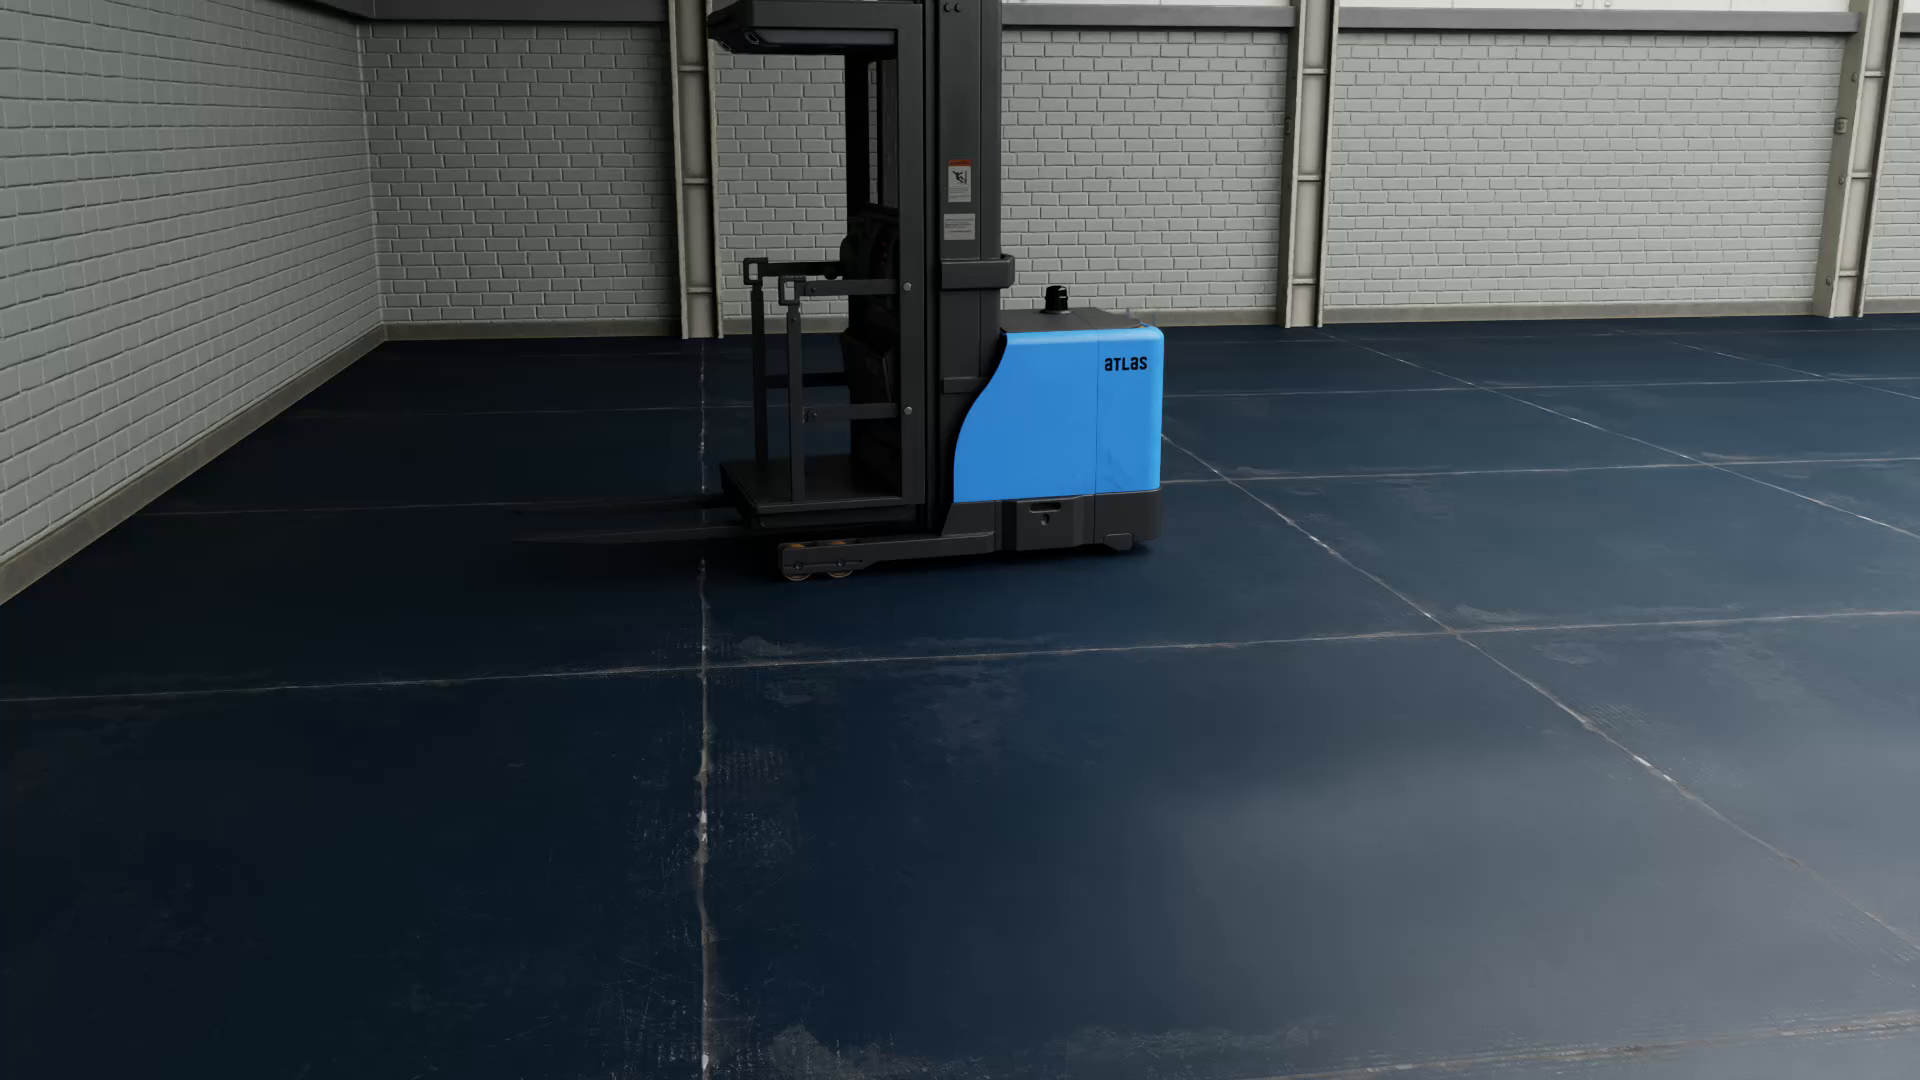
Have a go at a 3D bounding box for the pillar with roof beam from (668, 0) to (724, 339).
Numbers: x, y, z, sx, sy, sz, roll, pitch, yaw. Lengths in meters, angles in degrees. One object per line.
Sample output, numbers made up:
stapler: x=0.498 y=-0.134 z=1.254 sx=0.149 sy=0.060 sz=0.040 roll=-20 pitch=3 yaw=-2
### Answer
pillar with roof beam: x=-1.844 y=-5.295 z=10.836 sx=0.400 sy=9.000 sz=9.100 roll=-2 pitch=14 yaw=-8

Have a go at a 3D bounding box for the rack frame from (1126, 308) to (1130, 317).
rack frame: x=0.812 y=-0.702 z=8.854 sx=0.200 sy=1.050 sz=0.008 roll=-8 pitch=16 yaw=-27

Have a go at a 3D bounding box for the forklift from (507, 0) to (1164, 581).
forklift: x=-0.606 y=-1.380 z=7.698 sx=3.031 sy=2.935 sz=1.130 roll=-4 pitch=15 yaw=-15

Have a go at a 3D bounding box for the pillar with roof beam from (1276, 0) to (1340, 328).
pillar with roof beam: x=4.089 y=-5.512 z=11.703 sx=0.400 sy=9.000 sz=9.100 roll=-2 pitch=14 yaw=-8

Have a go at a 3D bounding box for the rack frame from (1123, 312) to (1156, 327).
rack frame: x=0.928 y=-0.650 z=8.646 sx=0.200 sy=1.050 sz=0.008 roll=-8 pitch=16 yaw=-27

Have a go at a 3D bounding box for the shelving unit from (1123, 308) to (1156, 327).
shelving unit: x=0.870 y=-0.676 z=8.750 sx=0.215 sy=1.050 sz=0.252 roll=-8 pitch=16 yaw=-27

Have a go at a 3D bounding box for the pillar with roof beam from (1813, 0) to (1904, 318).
pillar with roof beam: x=10.022 y=-5.730 z=12.570 sx=0.400 sy=9.000 sz=9.100 roll=-2 pitch=14 yaw=-8
